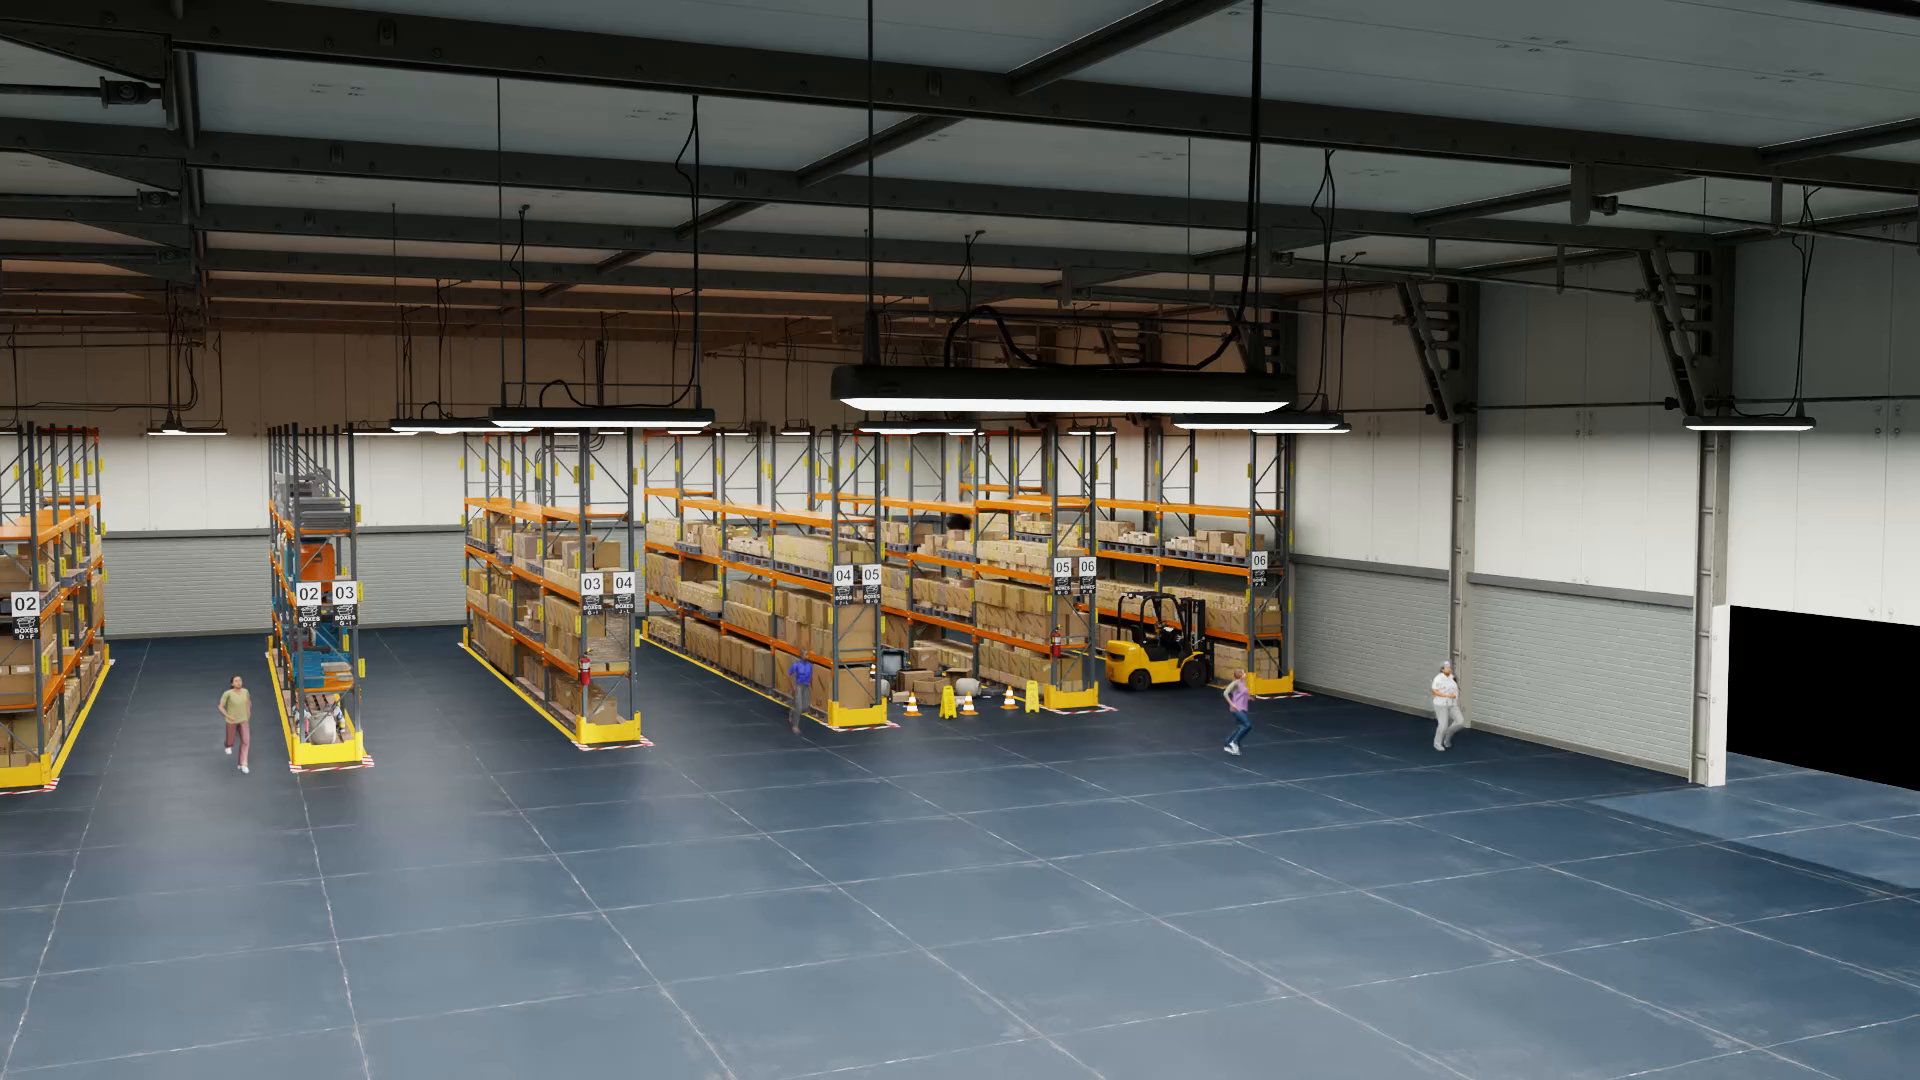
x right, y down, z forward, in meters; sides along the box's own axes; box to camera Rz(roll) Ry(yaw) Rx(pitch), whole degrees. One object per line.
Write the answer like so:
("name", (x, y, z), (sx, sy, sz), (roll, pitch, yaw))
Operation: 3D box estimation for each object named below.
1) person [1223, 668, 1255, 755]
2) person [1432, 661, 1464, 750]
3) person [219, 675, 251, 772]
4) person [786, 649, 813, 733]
("person", (5.041, 3.089, 30.011), (0.557, 1.577, 0.593), (2, 4, 32))
("person", (8.926, 3.034, 30.454), (0.661, 1.638, 0.570), (-2, 4, -30))
("person", (-12.562, 3.163, 28.867), (0.561, 1.651, 0.998), (-3, 4, -36))
("person", (-3.146, 2.944, 32.685), (0.614, 1.610, 0.585), (-3, 4, -39))
